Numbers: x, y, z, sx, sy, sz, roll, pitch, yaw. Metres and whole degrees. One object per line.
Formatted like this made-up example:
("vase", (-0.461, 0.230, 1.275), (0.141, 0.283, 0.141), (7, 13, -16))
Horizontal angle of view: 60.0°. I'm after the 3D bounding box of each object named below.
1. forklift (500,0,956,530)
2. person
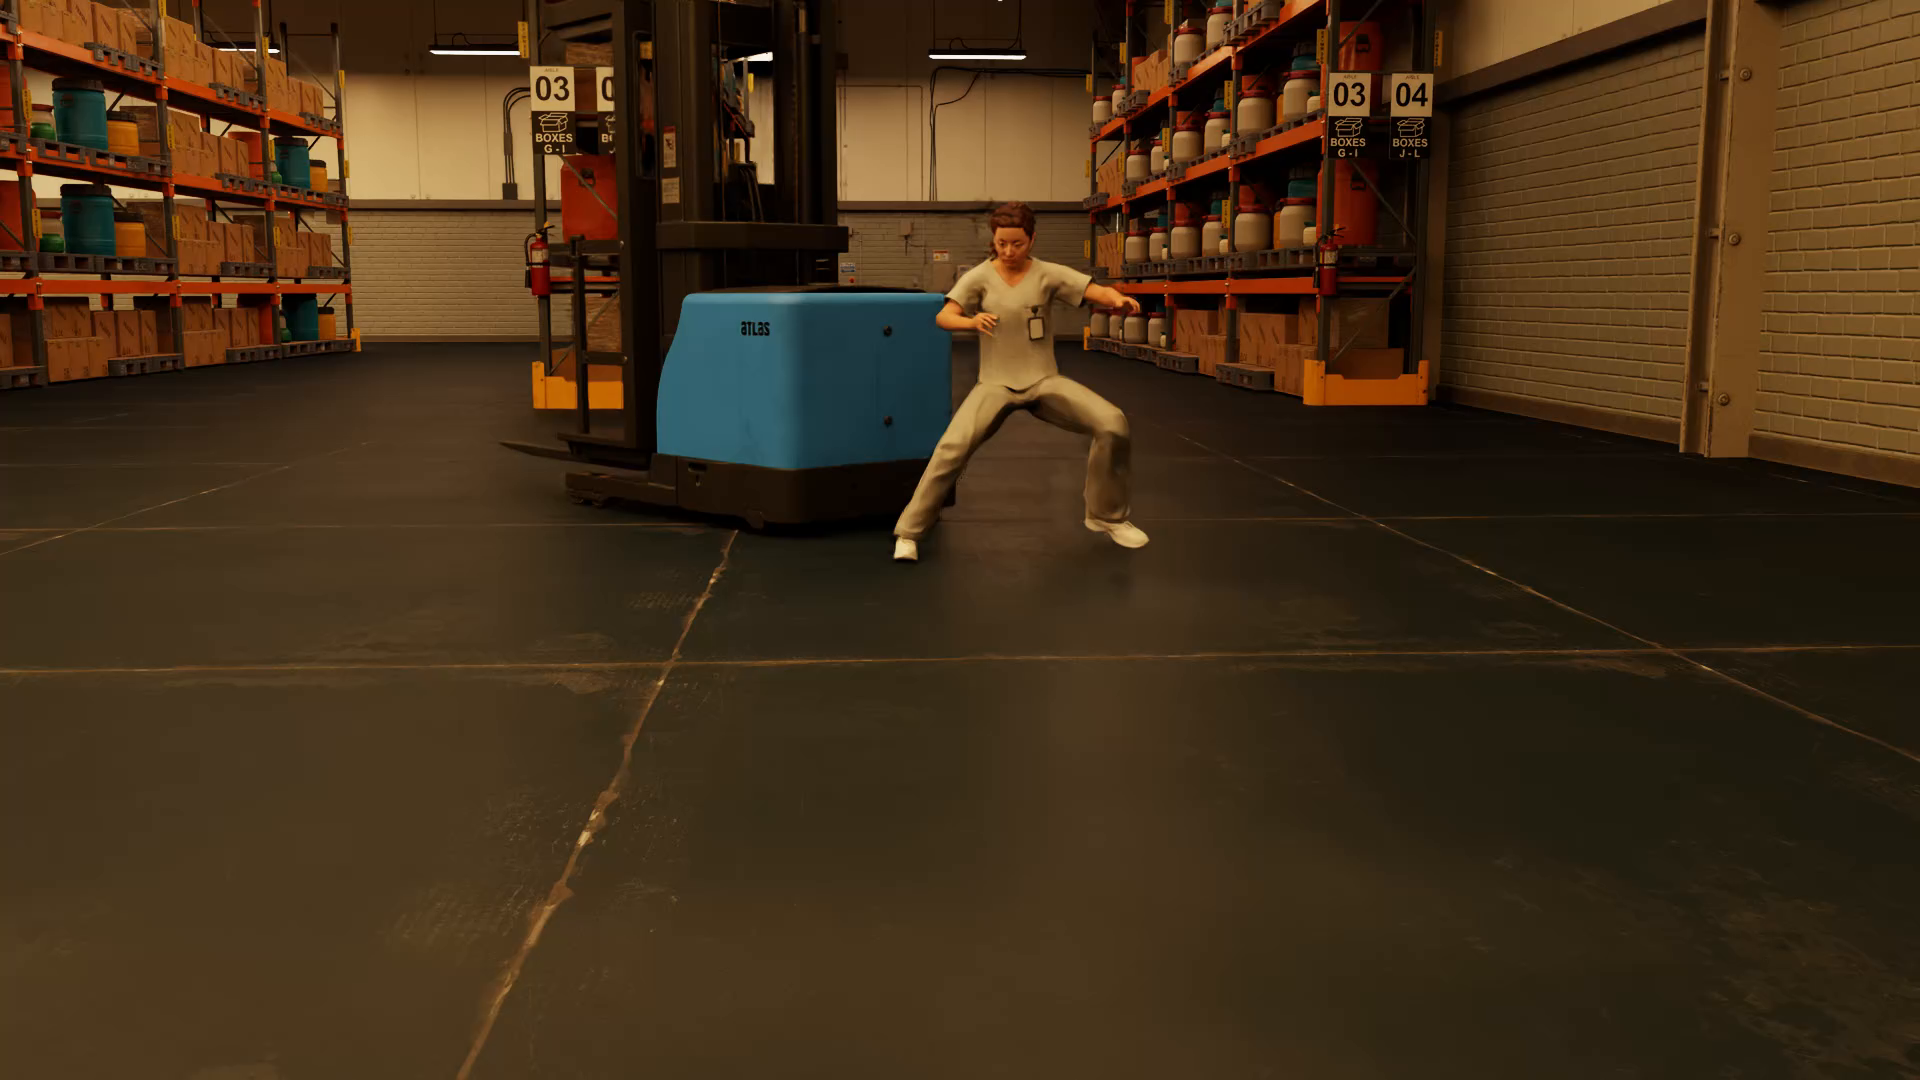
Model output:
("forklift", (-1.385, -1.659, 8.505), (1.130, 2.935, 3.031), (-8, 11, -42))
("person", (0.256, -0.661, 6.826), (1.068, 1.449, 0.649), (0, 8, 0))
